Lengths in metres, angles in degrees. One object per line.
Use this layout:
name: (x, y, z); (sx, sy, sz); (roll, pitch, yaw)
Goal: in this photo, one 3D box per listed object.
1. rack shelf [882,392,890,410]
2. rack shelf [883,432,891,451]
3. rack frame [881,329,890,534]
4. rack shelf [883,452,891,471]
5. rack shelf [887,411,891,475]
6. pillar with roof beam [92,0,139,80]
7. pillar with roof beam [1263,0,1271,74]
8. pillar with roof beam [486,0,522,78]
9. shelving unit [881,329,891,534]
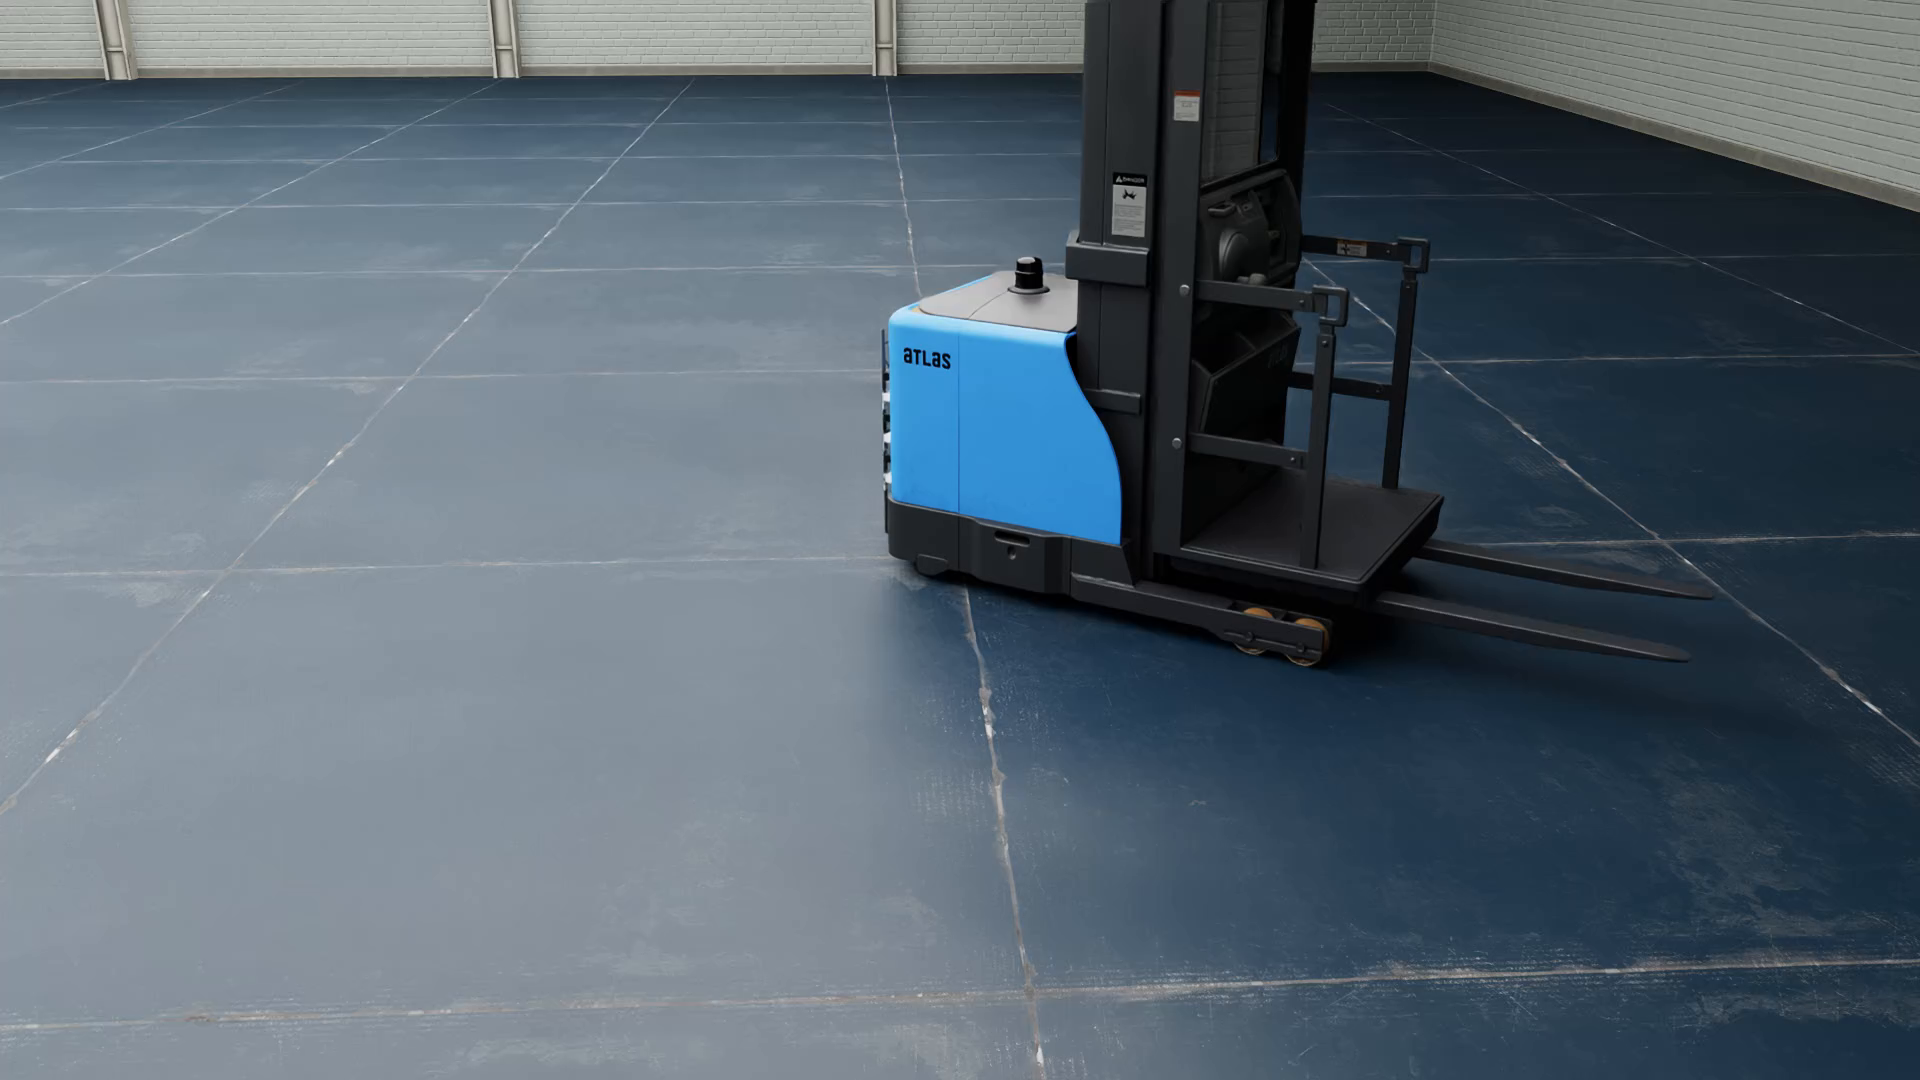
rack shelf: (-0.176, -0.604, 7.031); (0.200, 0.077, 0.258); (12, 24, 28)
rack shelf: (-0.176, -0.436, 7.095); (0.200, 0.077, 0.258); (12, 24, 28)
rack frame: (-0.264, -0.485, 7.131); (0.006, 0.900, 0.240); (12, 24, 28)
rack shelf: (-0.176, -0.352, 7.127); (0.200, 0.077, 0.258); (12, 24, 28)
rack shelf: (-0.176, -0.420, 7.101); (0.190, 0.281, 0.221); (12, 24, 28)
pillar with roof beam: (-12.949, -9.942, 20.587); (0.400, 9.000, 9.100); (-1, 21, -3)
pillar with roof beam: (5.021, -10.307, 21.547); (0.400, 9.000, 9.100); (-1, 21, -3)
pillar with roof beam: (-6.959, -10.064, 20.907); (0.400, 9.000, 9.100); (-1, 21, -3)
shelving unit: (-0.177, -0.467, 7.084); (0.208, 0.900, 0.258); (12, 24, 28)
